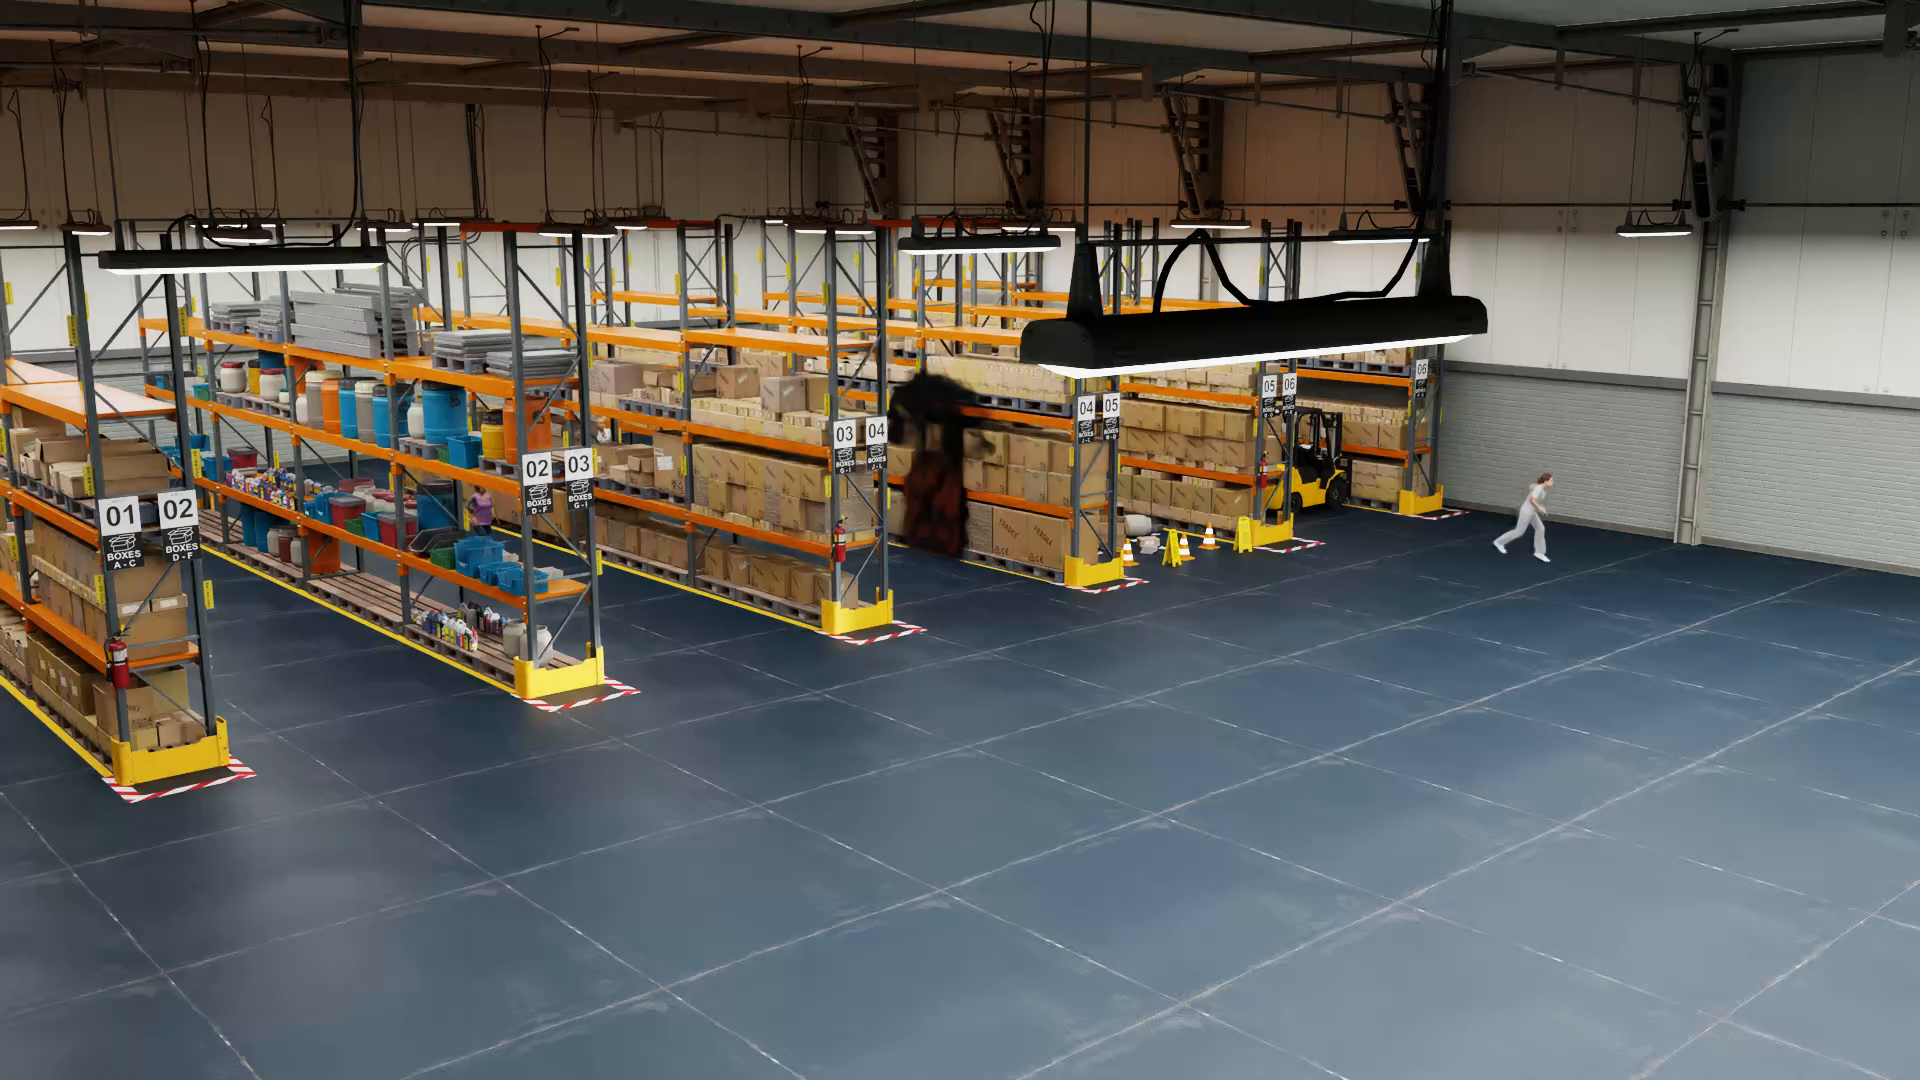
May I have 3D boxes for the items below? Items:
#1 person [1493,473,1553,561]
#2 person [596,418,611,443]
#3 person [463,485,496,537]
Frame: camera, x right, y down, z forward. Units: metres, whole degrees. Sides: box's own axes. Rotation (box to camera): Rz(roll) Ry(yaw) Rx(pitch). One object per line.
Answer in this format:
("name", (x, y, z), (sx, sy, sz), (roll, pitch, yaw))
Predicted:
("person", (10.207, -0.437, 30.095), (1.005, 1.624, 0.600), (4, 12, 20))
("person", (-7.830, -1.783, 36.292), (0.701, 1.779, 0.842), (-8, 14, -34))
("person", (-8.427, -0.272, 29.208), (0.757, 1.590, 0.548), (9, 15, 39))
